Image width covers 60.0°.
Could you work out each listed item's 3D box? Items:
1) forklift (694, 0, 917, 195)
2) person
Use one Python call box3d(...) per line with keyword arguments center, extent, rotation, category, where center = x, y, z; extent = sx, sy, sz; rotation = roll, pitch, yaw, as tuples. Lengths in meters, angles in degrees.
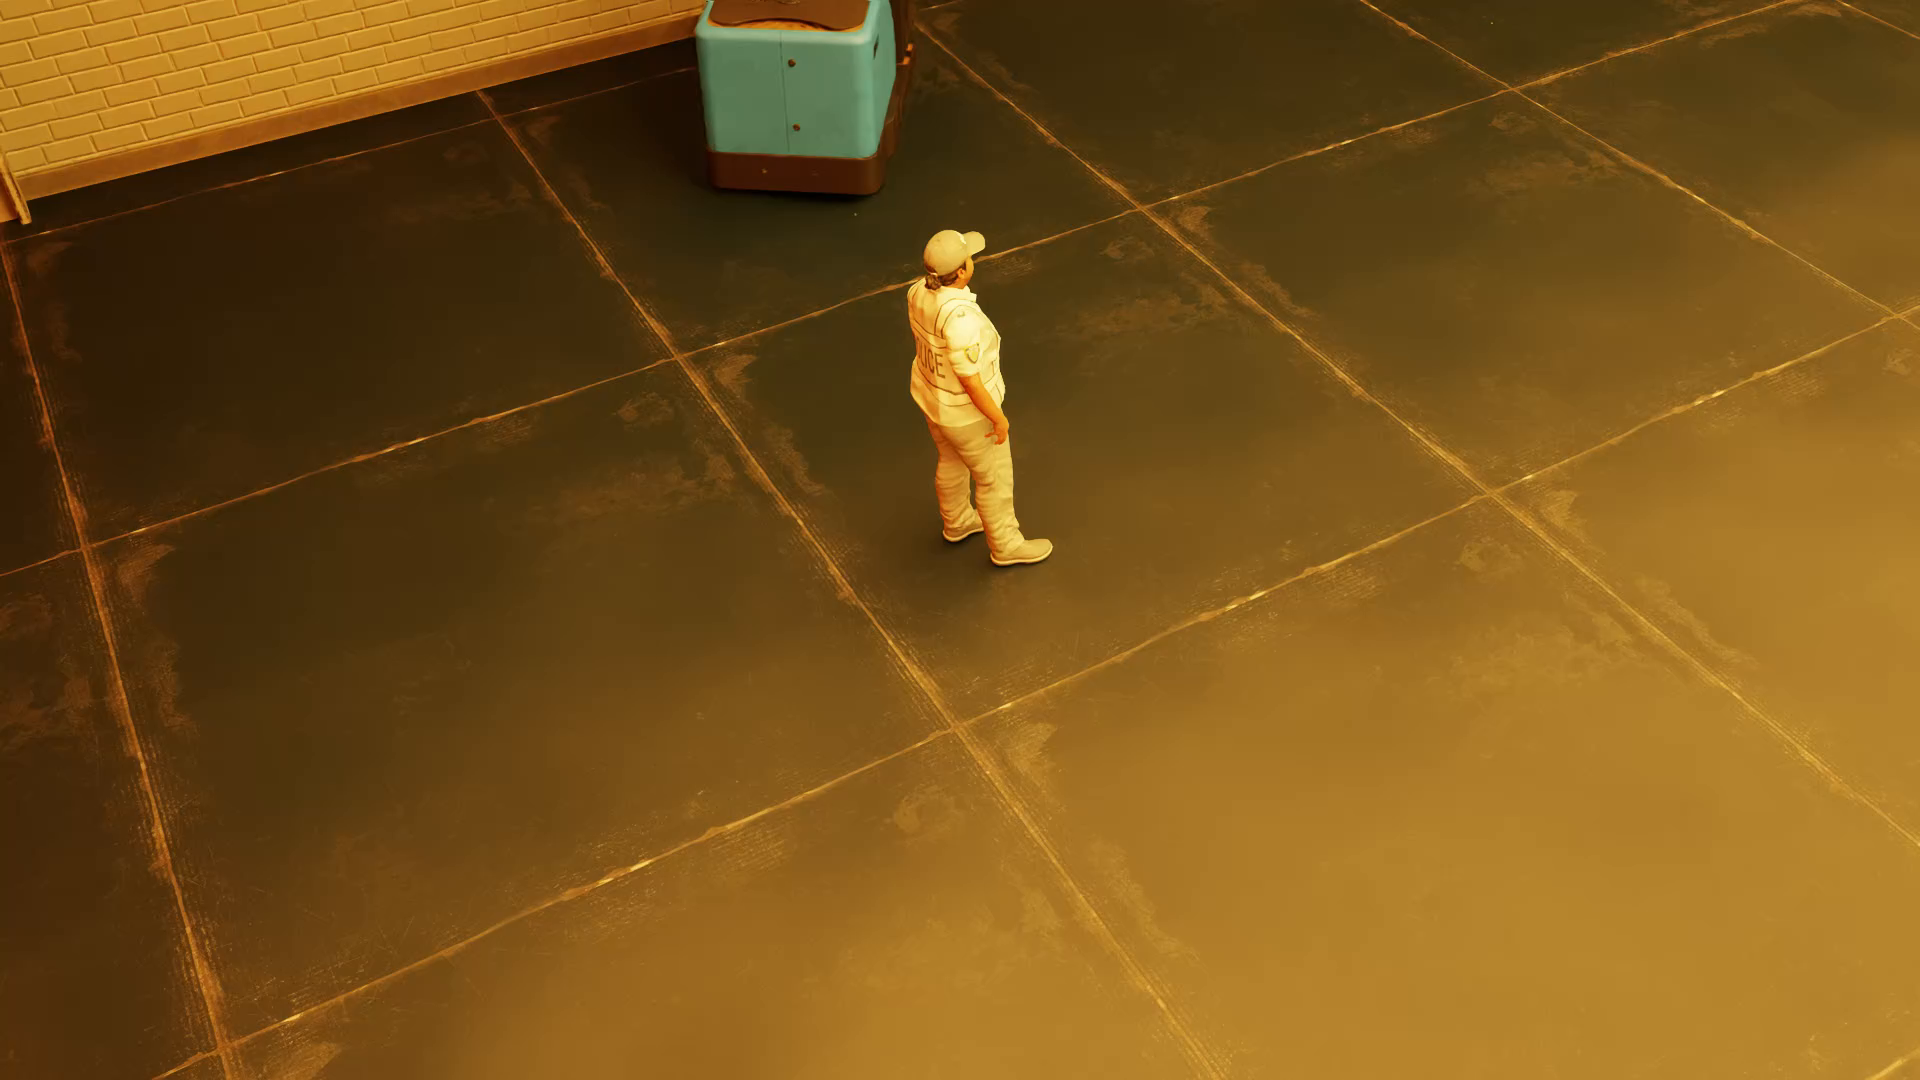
box3d(center=(-0.877, -4.144, 10.167), extent=(1.130, 2.935, 3.031), rotation=(3, 43, 4), category="forklift")
box3d(center=(0.078, -0.628, 7.295), extent=(0.529, 1.670, 0.598), rotation=(-21, 47, -21), category="person")
